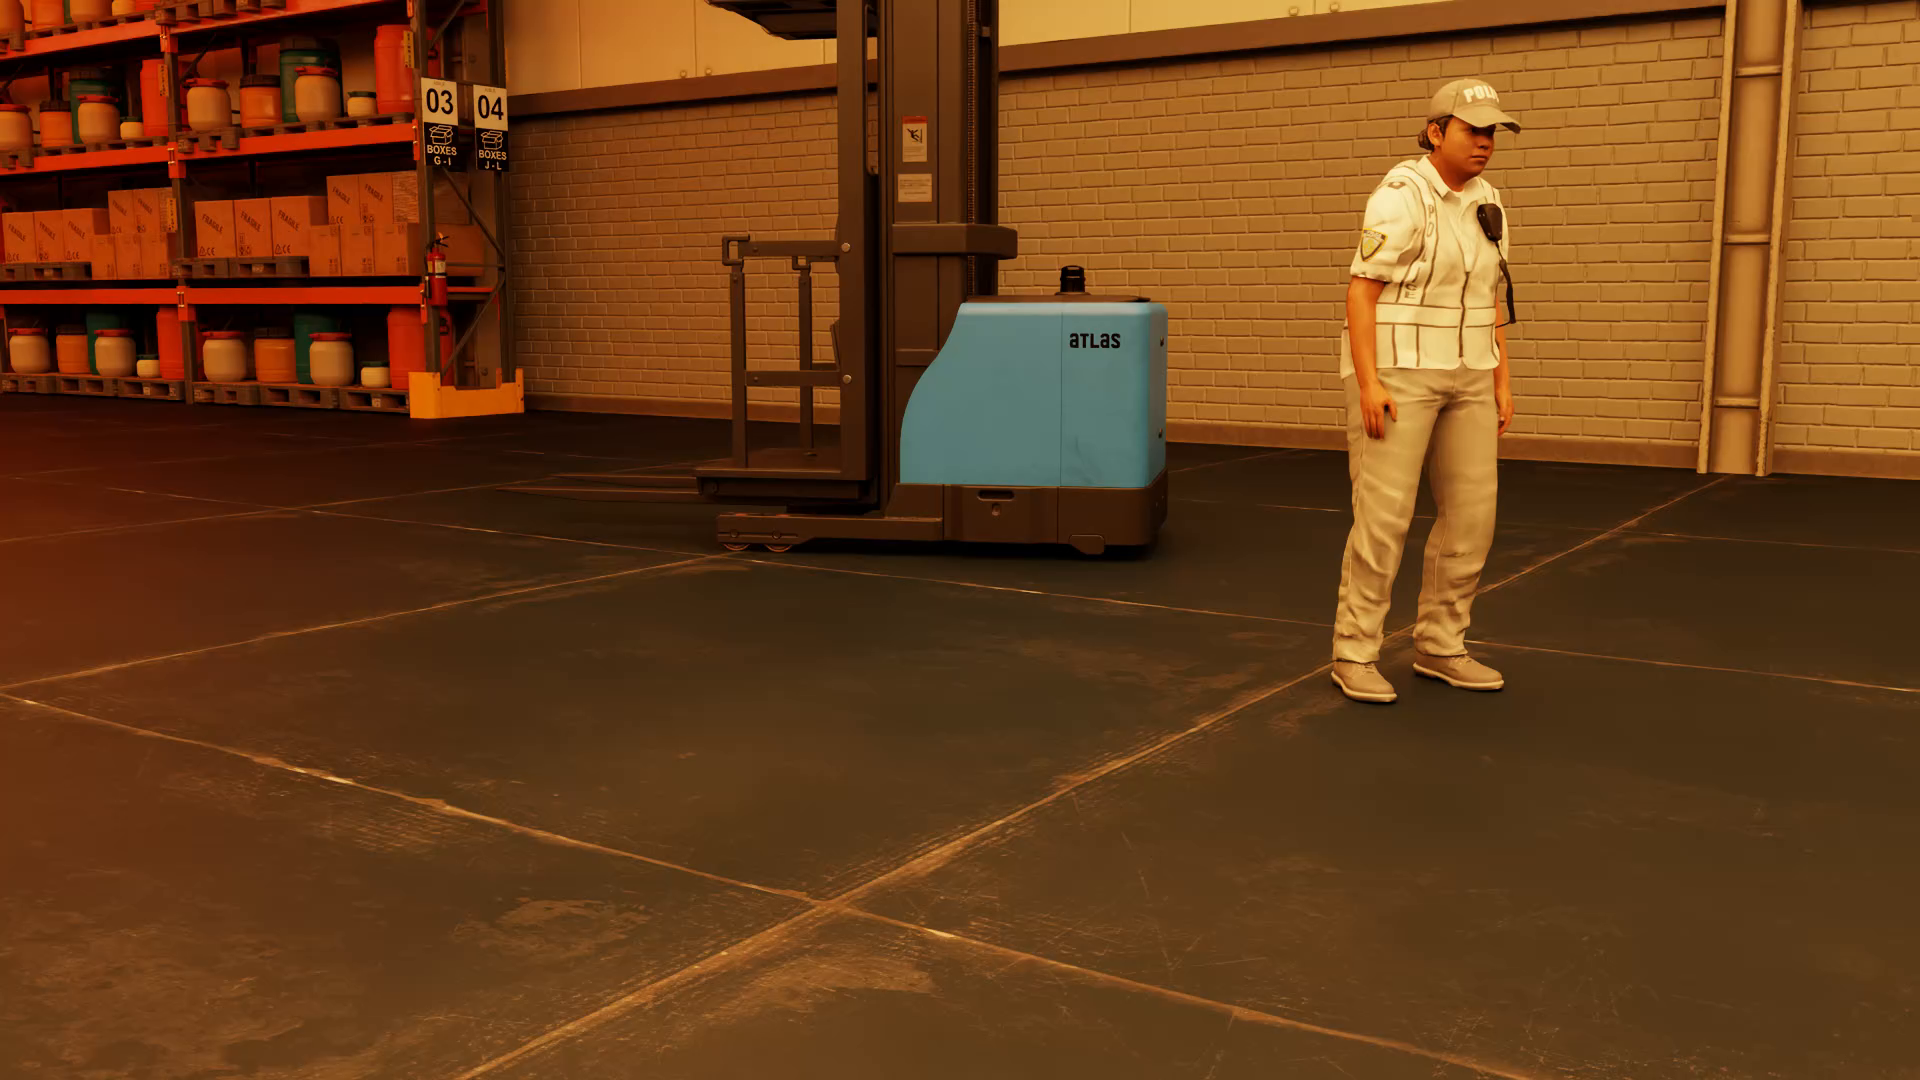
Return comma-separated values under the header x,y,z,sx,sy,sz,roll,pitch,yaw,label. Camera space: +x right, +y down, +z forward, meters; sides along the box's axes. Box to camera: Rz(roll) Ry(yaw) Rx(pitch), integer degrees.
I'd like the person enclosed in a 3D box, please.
x,y,z,sx,sy,sz,roll,pitch,yaw,label
1.295,-0.413,4.593,0.563,1.667,0.463,-4,9,-25,person

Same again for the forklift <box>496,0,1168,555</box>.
x,y,z,sx,sy,sz,roll,pitch,yaw,label
-0.596,-1.469,7.520,3.031,2.935,1.130,2,8,12,forklift
